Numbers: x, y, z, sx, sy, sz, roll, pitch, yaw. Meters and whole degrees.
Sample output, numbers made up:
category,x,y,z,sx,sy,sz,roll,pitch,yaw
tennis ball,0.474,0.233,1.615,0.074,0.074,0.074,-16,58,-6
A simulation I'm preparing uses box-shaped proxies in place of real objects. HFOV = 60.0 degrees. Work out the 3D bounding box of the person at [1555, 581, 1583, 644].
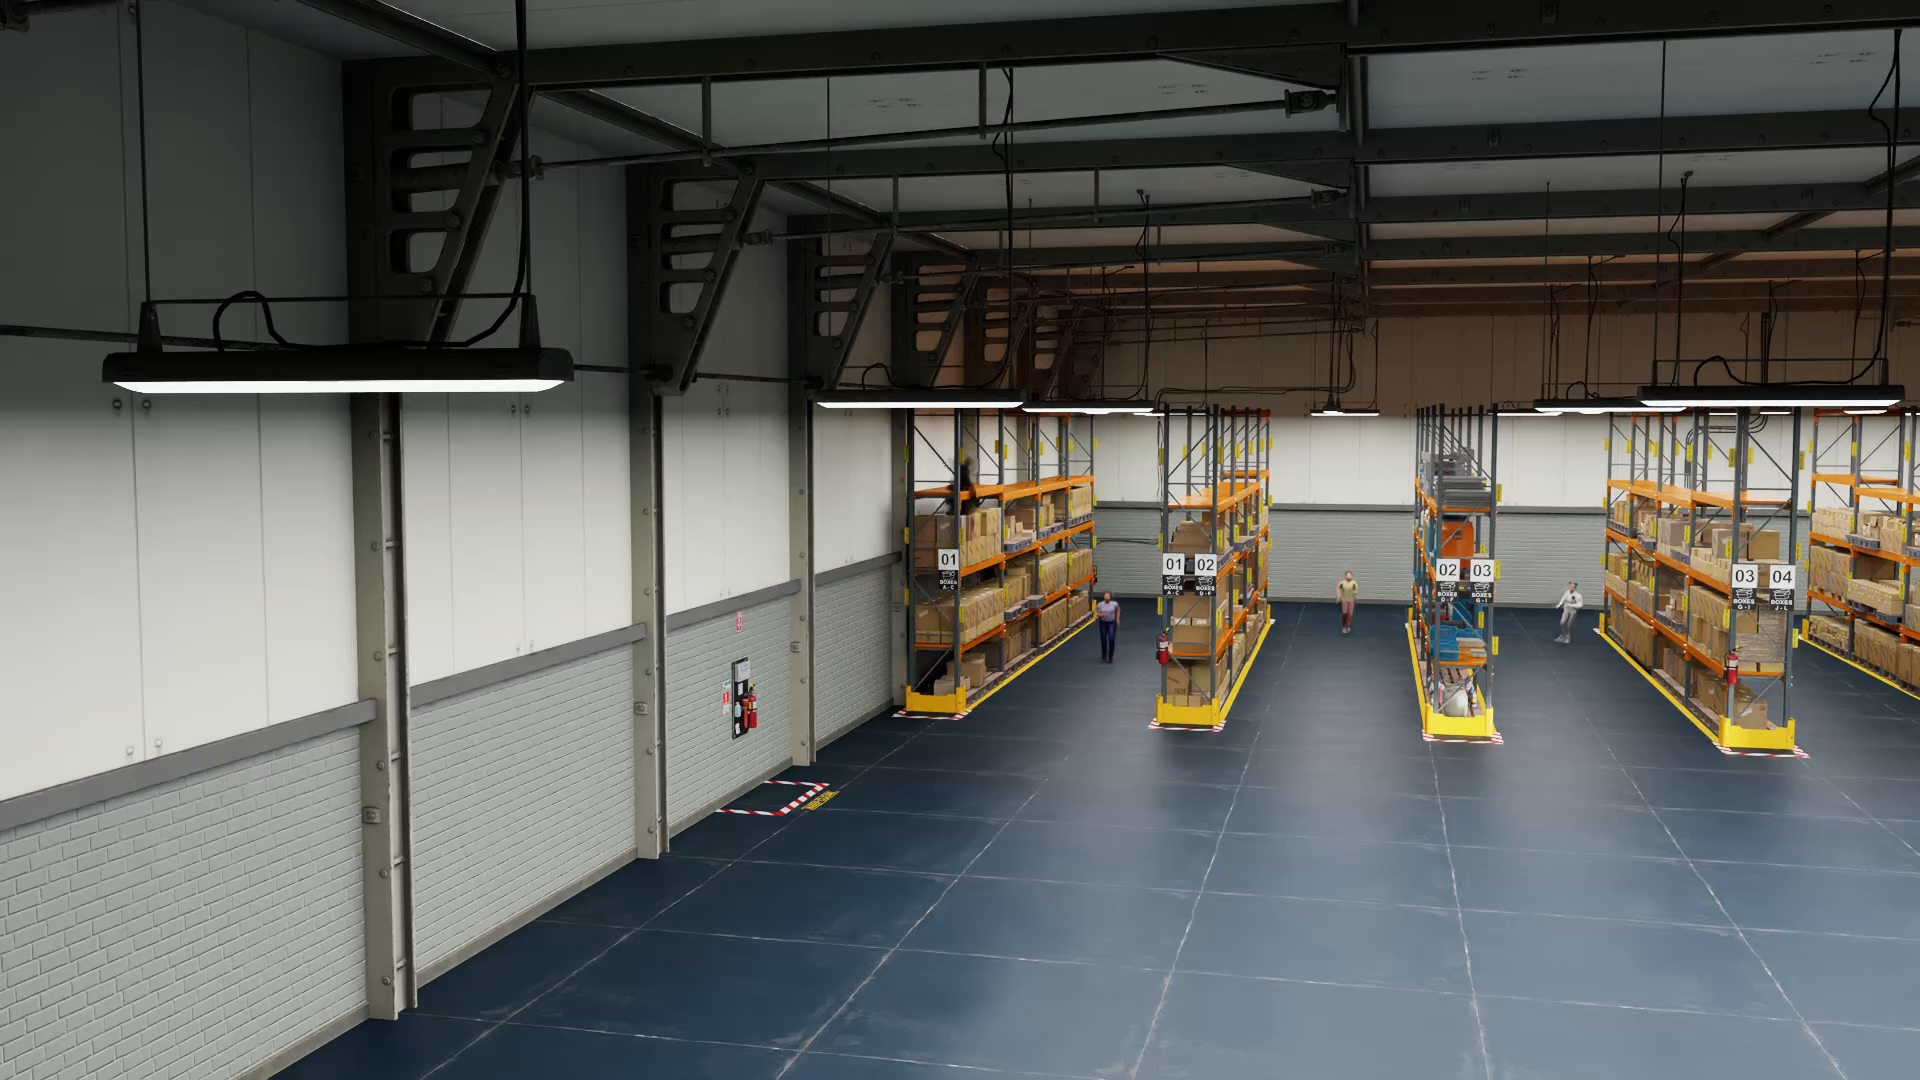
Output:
category,x,y,z,sx,sy,sz,roll,pitch,yaw
person,15.488,1.828,42.291,0.767,1.597,0.659,3,5,39

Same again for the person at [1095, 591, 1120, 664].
category,x,y,z,sx,sy,sz,roll,pitch,yaw
person,3.467,2.053,39.144,0.581,1.707,0.825,0,4,6

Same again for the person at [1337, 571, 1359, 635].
category,x,y,z,sx,sy,sz,roll,pitch,yaw
person,10.338,1.664,44.298,0.545,1.688,0.689,0,4,6
